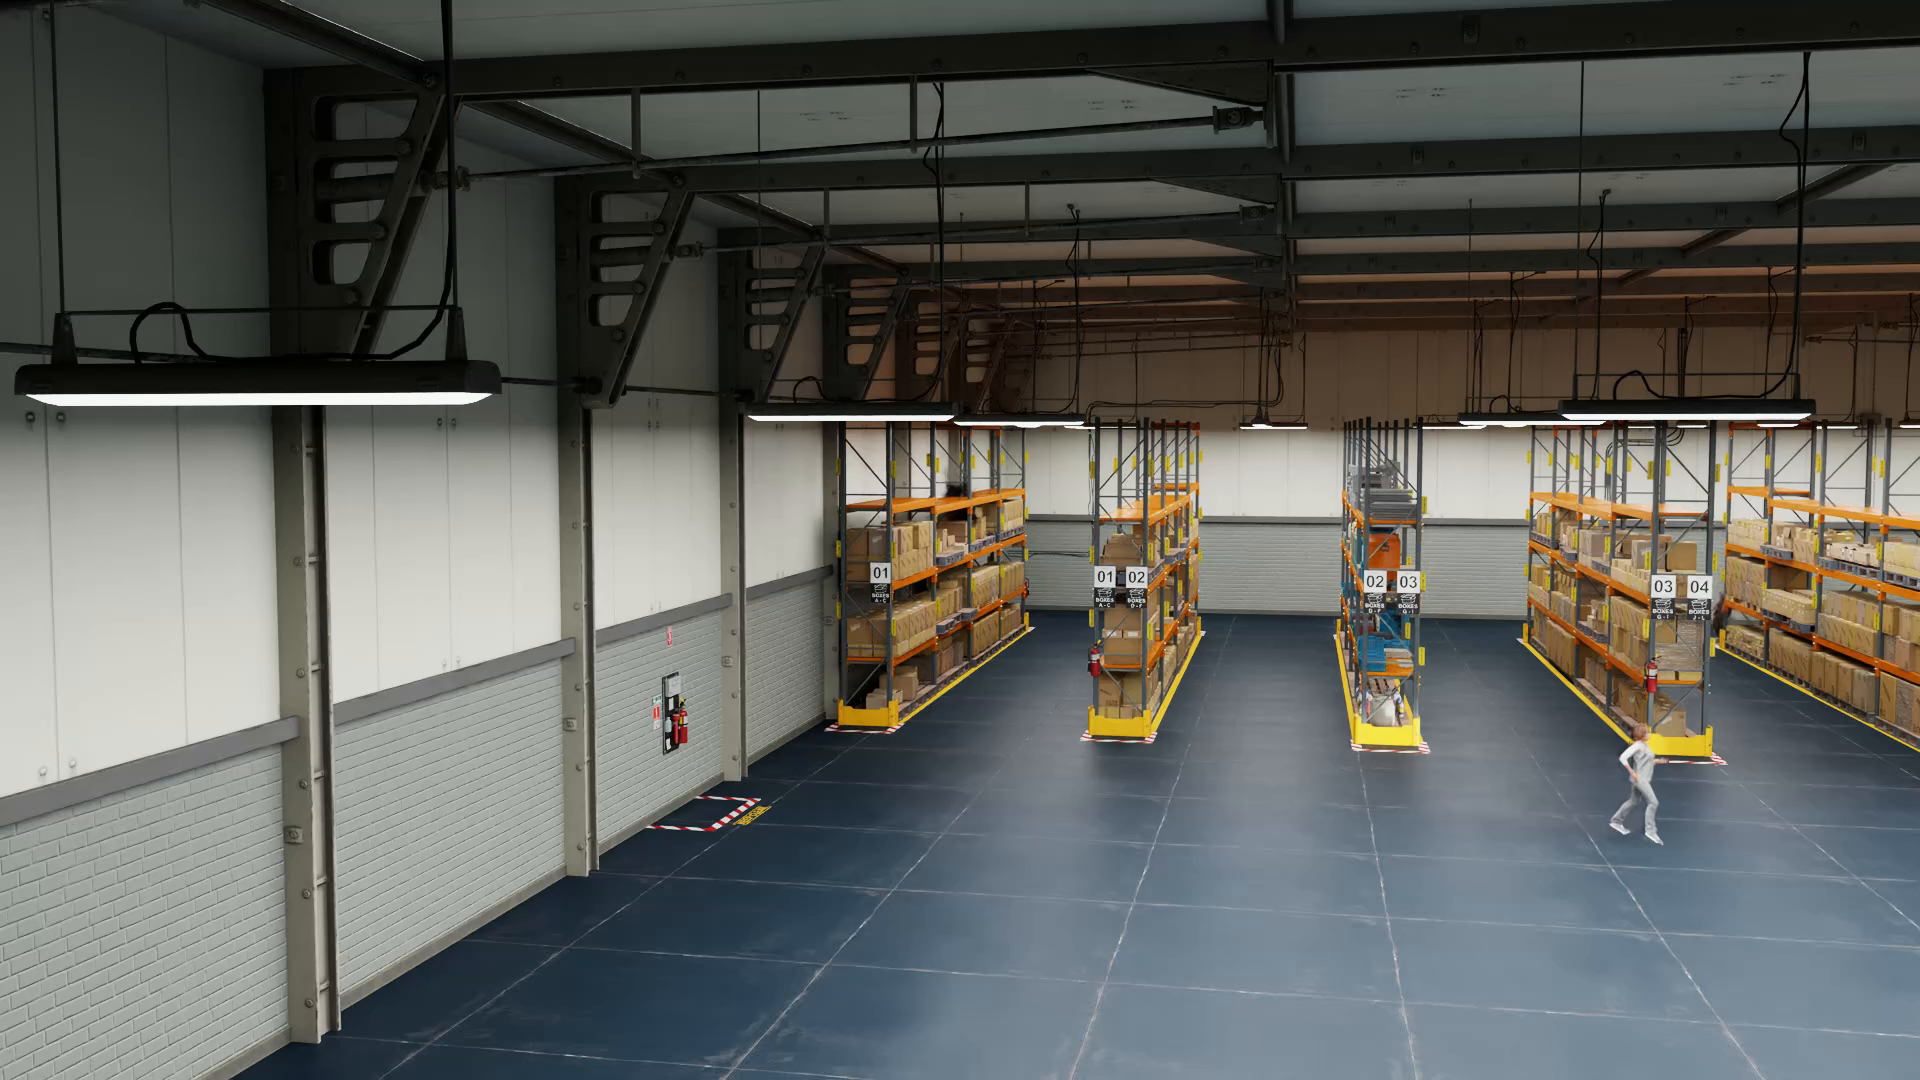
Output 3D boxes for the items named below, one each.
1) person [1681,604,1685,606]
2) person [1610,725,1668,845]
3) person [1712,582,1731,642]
[{"bbox_3d":[19.179,1.965,44.479,0.628,1.787,0.738,-4,5,-44],"label":"person"},{"bbox_3d":[9.508,3.402,23.290,0.737,1.643,0.510,2,4,28],"label":"person"},{"bbox_3d":[20.874,1.945,45.298,0.616,1.734,0.761,0,4,3],"label":"person"}]
